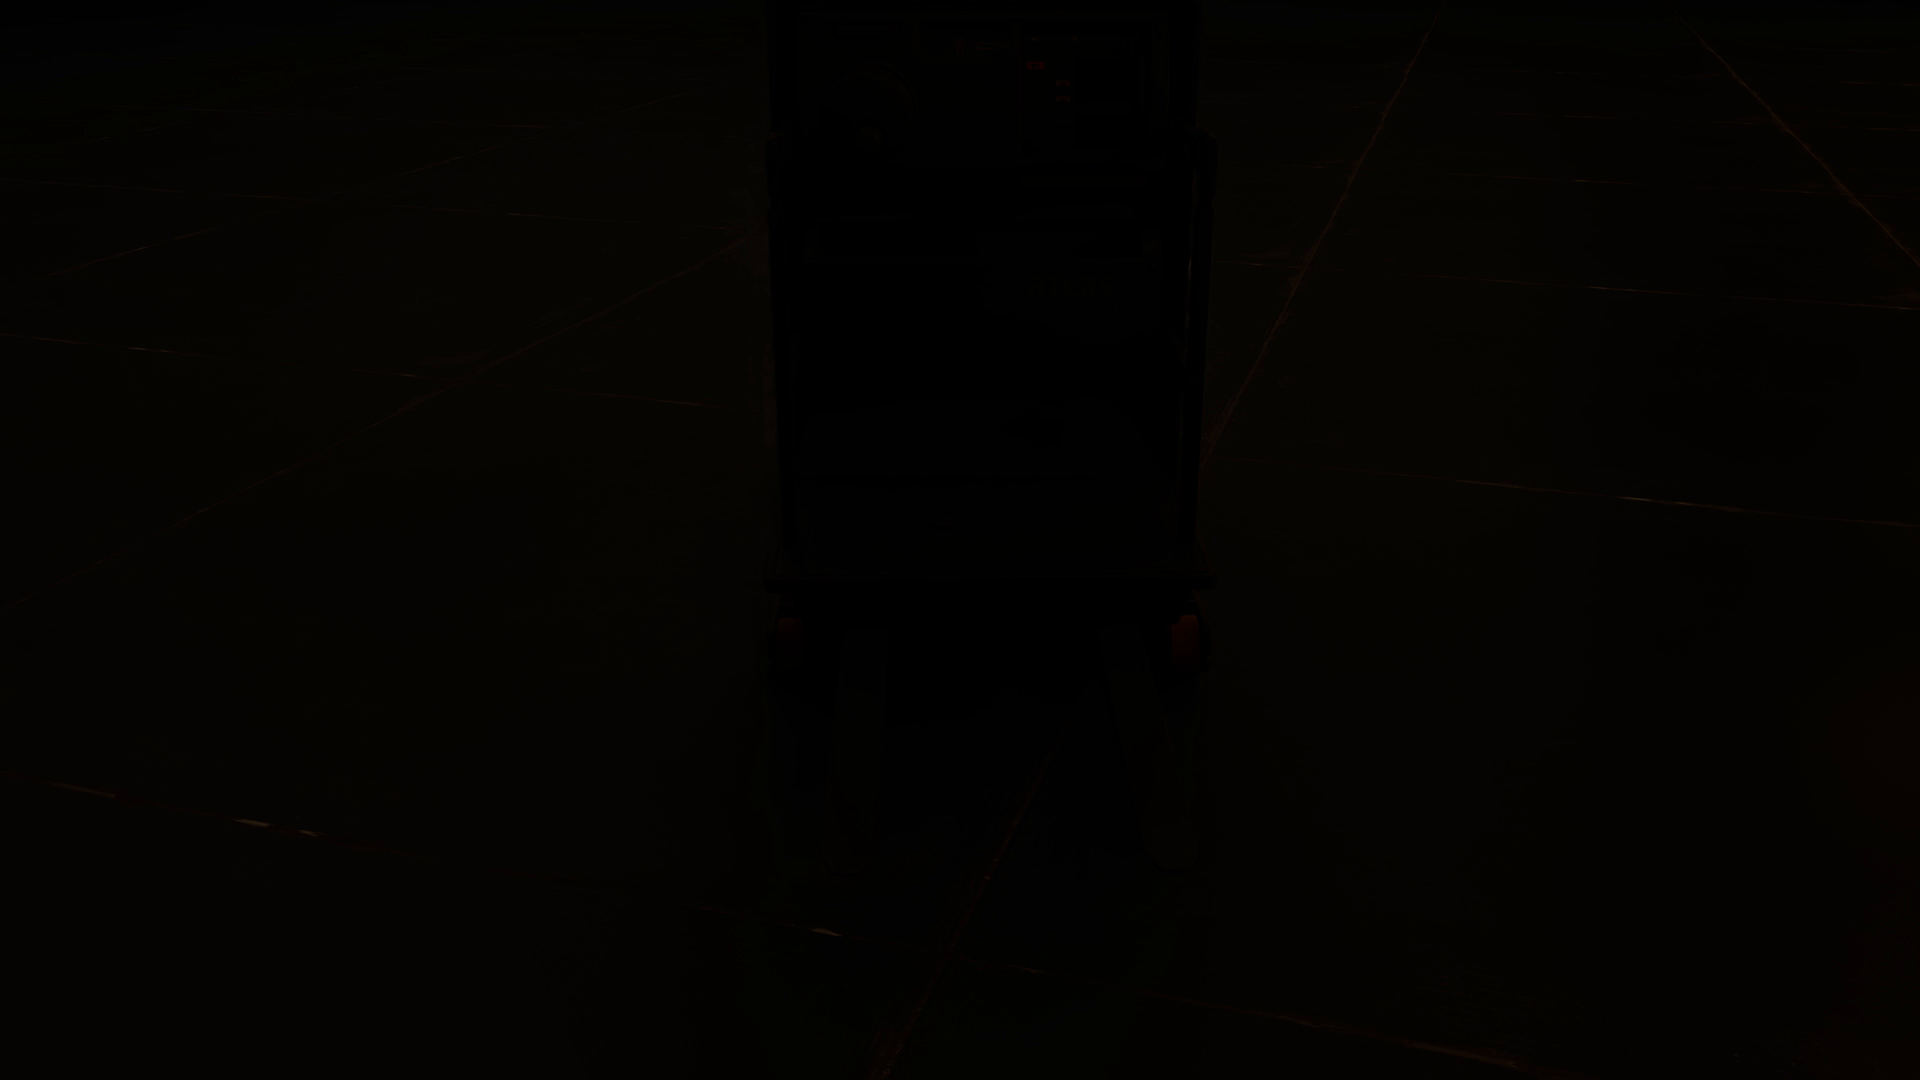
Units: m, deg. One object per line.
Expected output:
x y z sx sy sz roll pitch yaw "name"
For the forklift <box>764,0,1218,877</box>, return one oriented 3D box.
0.065 -1.116 3.983 1.130 2.935 3.031 0 22 -1 "forklift"
